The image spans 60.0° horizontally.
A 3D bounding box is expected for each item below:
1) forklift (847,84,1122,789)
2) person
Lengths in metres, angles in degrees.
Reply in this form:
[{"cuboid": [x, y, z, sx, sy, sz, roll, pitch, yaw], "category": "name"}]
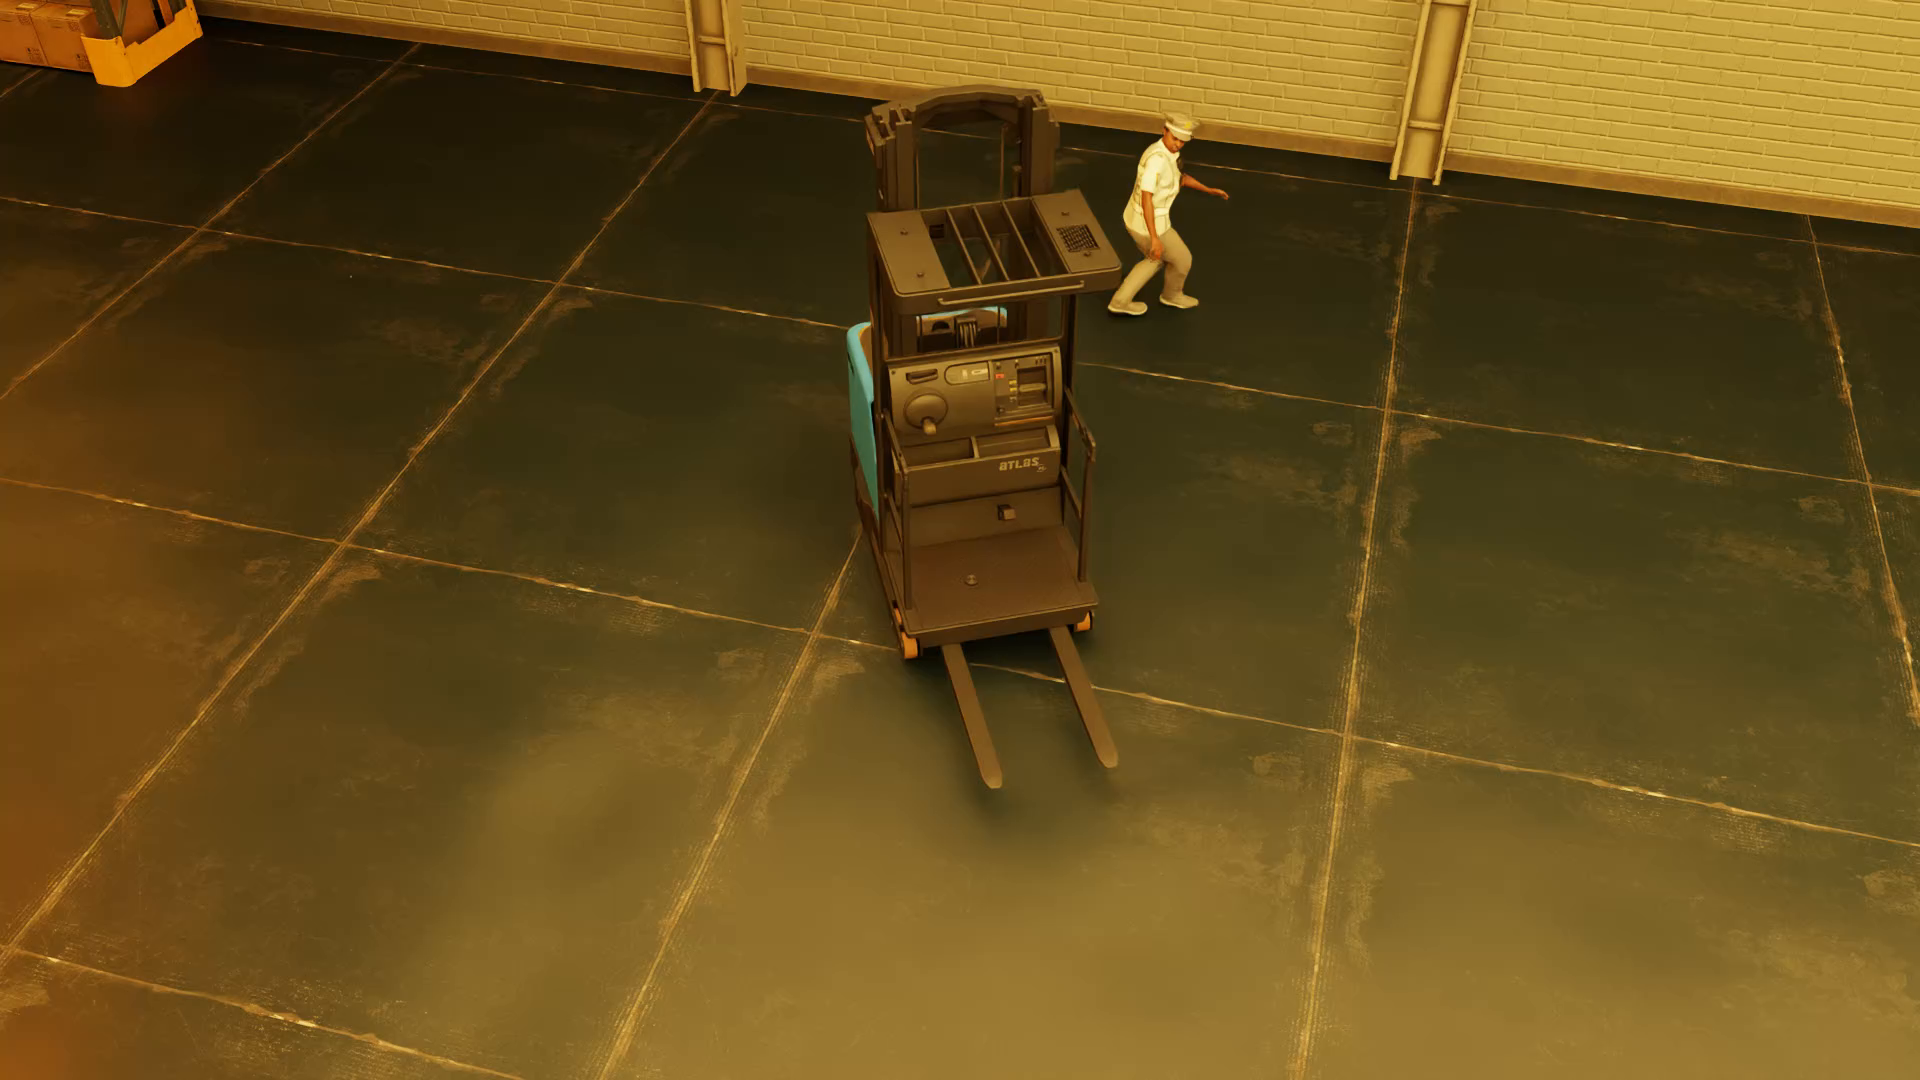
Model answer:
[{"cuboid": [0.137, -0.710, 8.671, 1.130, 2.935, 3.031, -9, 42, -10], "category": "forklift"}, {"cuboid": [1.459, -2.153, 11.389, 0.808, 1.560, 0.757, -5, 41, -6], "category": "person"}]
